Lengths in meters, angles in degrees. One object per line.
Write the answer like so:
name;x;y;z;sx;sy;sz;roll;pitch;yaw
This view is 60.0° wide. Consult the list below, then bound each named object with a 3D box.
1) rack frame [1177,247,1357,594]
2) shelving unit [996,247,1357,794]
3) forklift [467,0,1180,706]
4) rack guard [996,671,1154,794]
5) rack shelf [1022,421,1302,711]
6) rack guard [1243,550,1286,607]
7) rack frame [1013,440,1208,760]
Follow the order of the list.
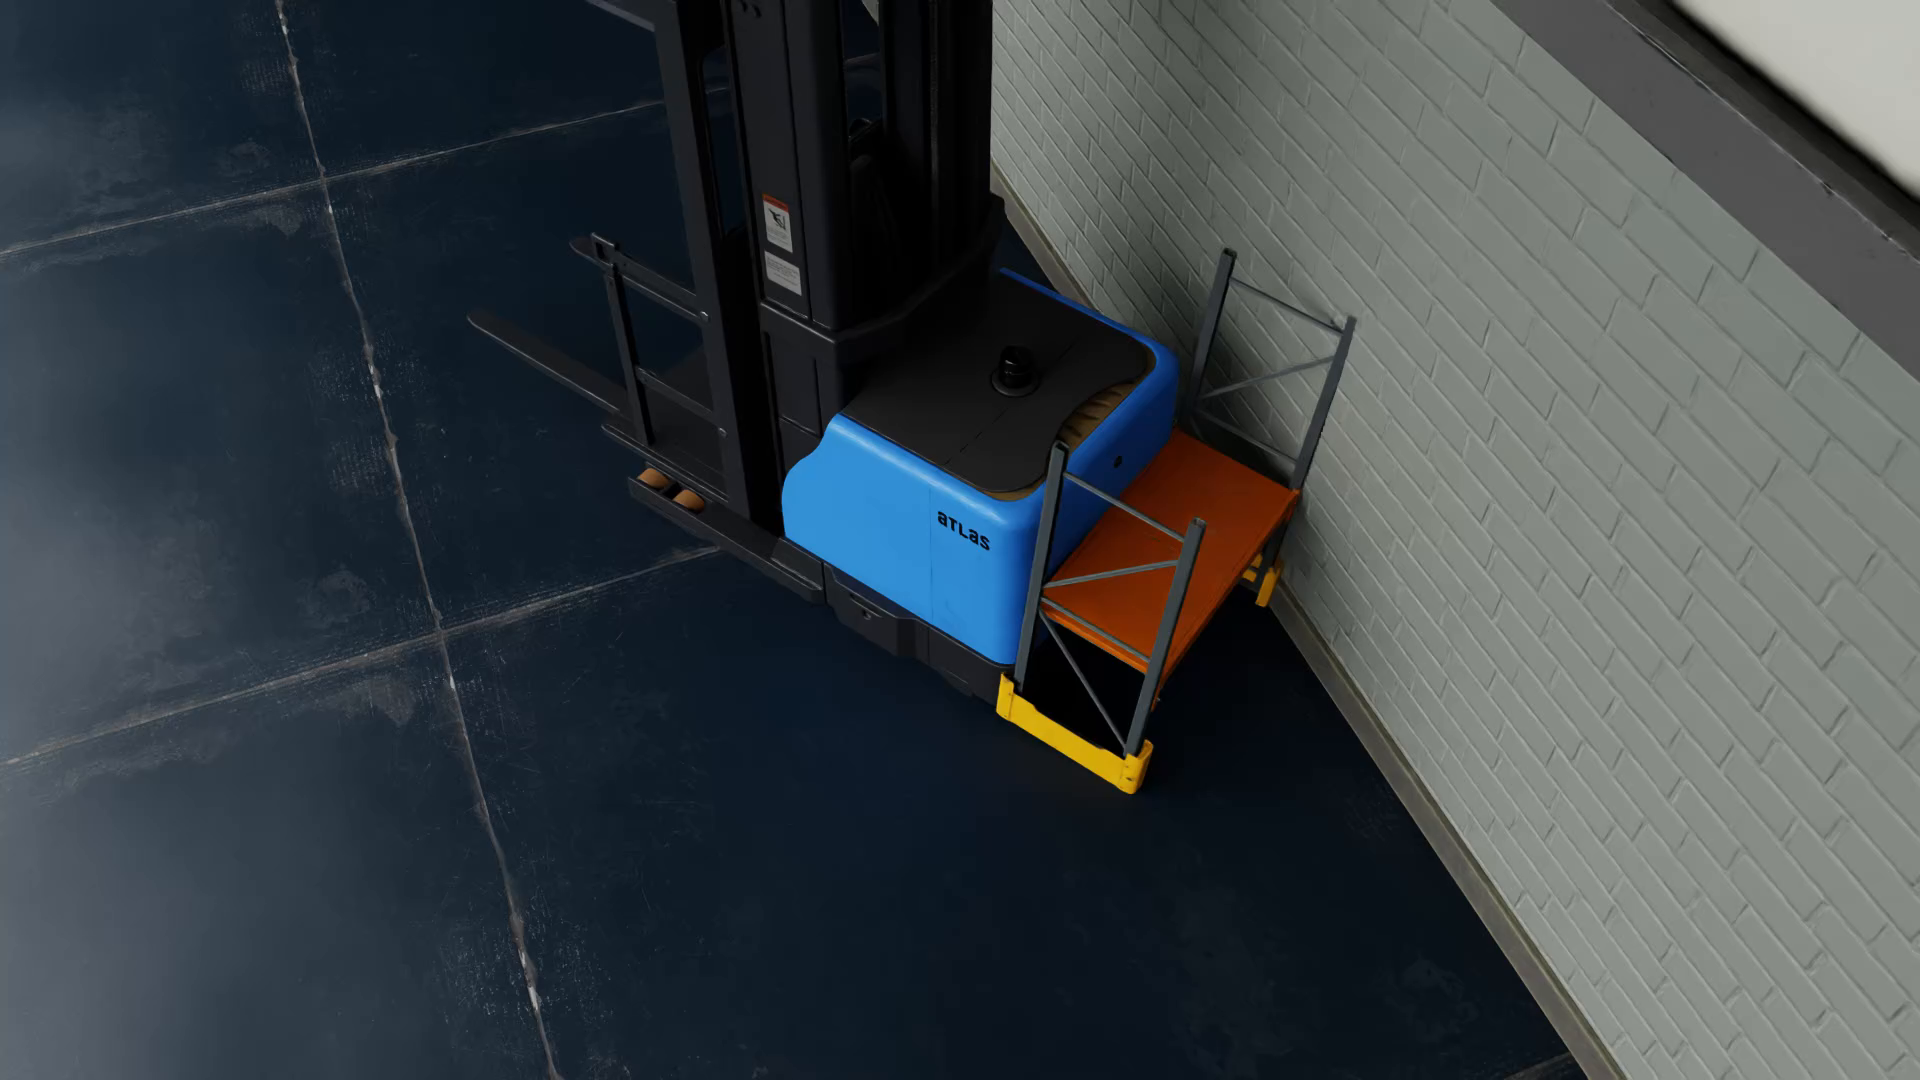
rack frame;1.006;-0.365;5.868;0.500;1.500;0.032;30;57;17
shelving unit;0.715;-0.033;5.598;0.587;1.500;1.083;30;57;17
forklift;-0.705;-1.281;5.759;3.031;2.935;1.130;30;56;23
rack guard;0.395;0.659;5.838;0.587;0.250;0.087;30;57;17
rack shelf;0.708;0.068;5.747;0.538;0.185;1.000;30;57;17
rack guard;0.955;0.021;6.358;0.587;0.250;0.087;30;57;17
rack frame;0.434;0.287;5.337;0.500;1.500;0.032;30;57;17
